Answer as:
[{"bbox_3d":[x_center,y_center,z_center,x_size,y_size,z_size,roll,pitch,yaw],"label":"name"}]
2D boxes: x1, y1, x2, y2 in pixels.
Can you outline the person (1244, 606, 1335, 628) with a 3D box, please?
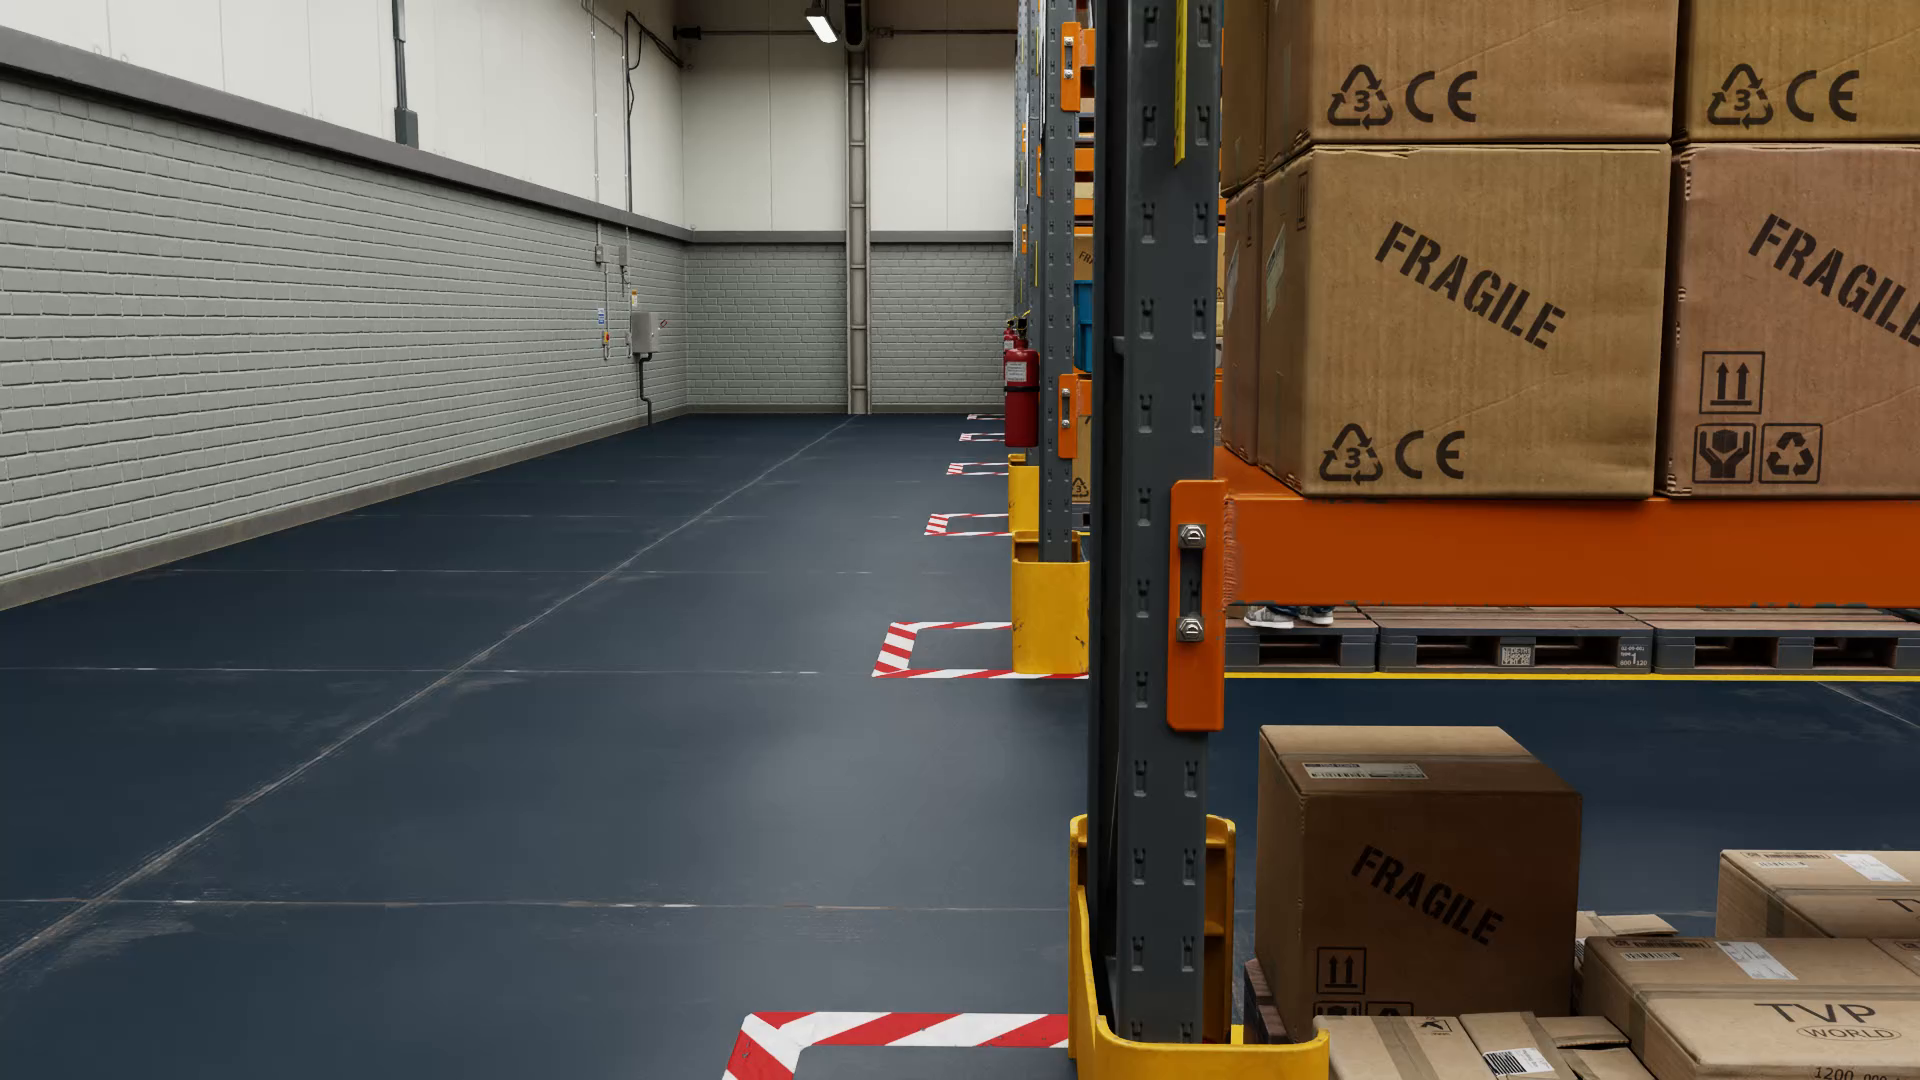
[{"bbox_3d":[1.466,-0.403,7.306,0.474,1.592,0.350,-4,8,-27],"label":"person"}]
